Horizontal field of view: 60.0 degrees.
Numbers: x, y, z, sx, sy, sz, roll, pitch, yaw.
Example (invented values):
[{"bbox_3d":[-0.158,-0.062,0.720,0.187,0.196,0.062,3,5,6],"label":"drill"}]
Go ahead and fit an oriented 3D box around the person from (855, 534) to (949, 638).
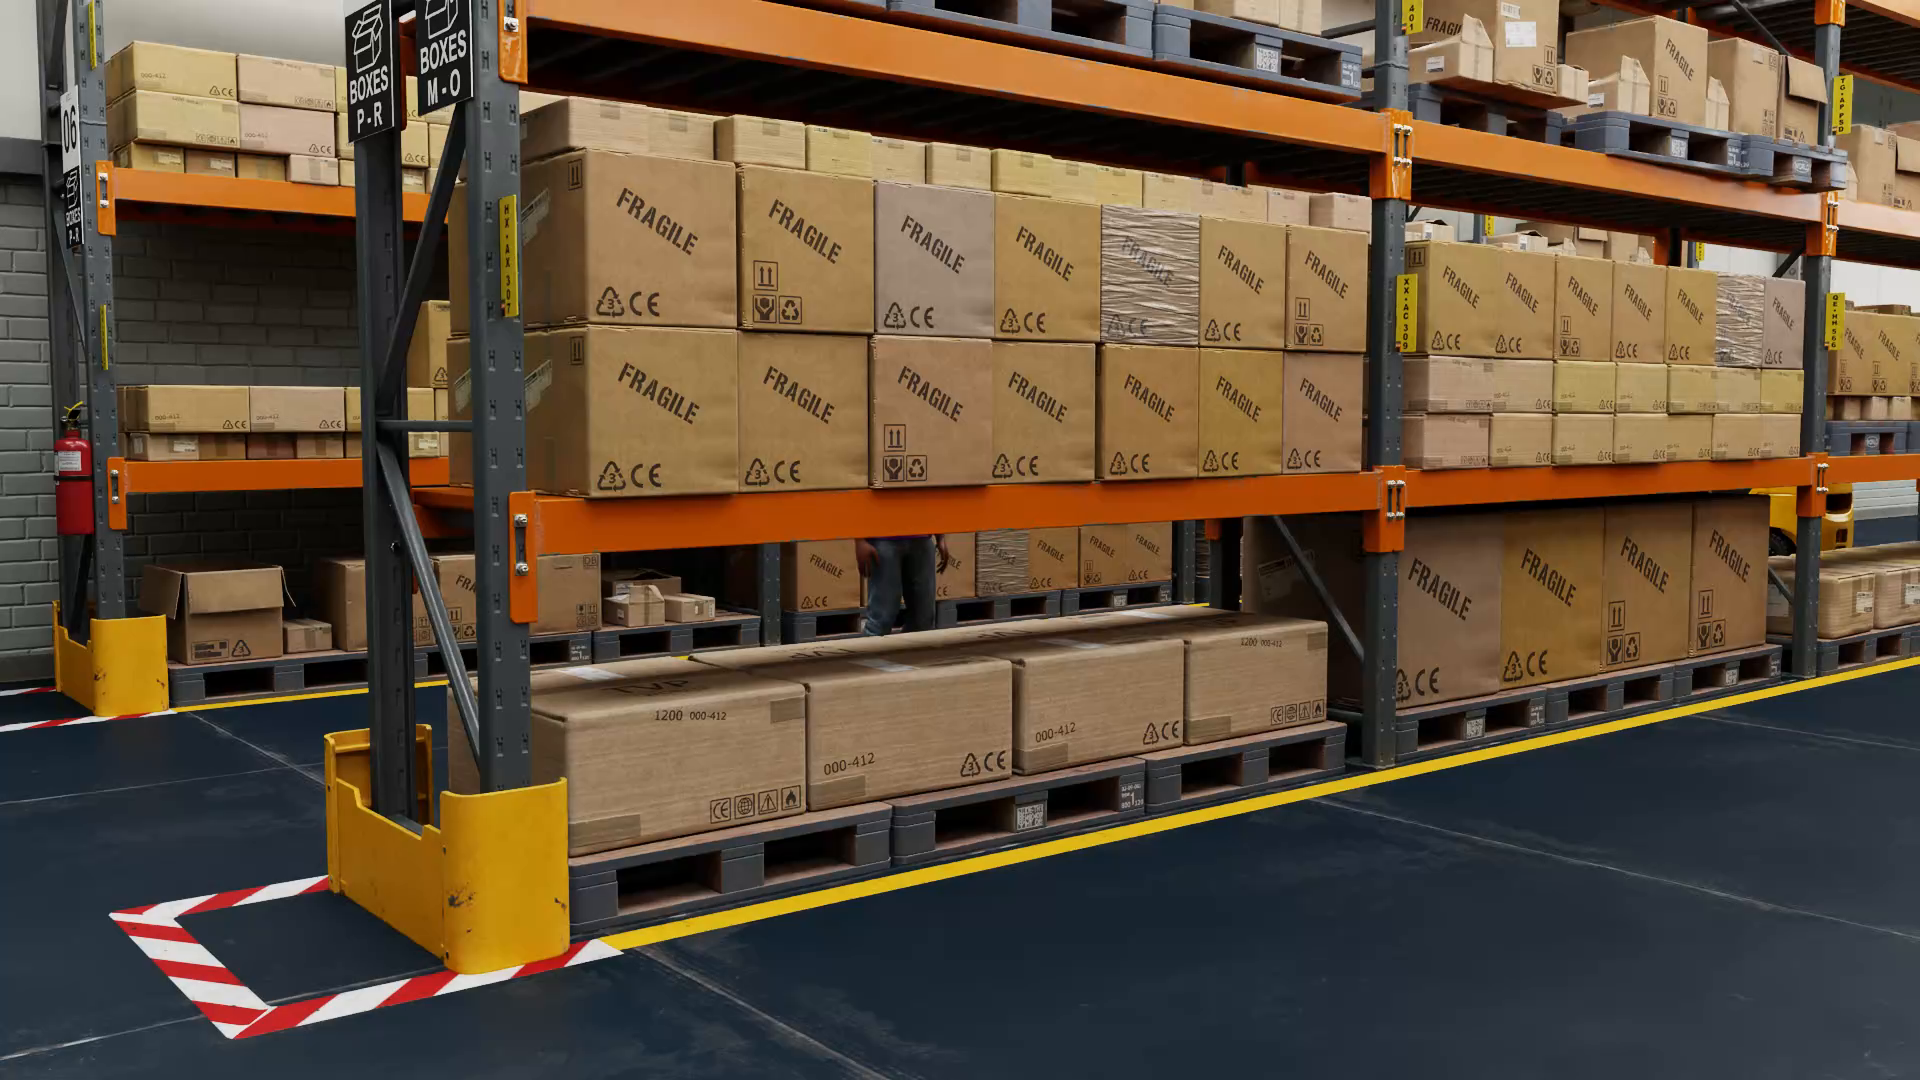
[{"bbox_3d":[-0.302,0.012,8.718,0.629,1.759,0.460,-4,6,-42],"label":"person"}]
